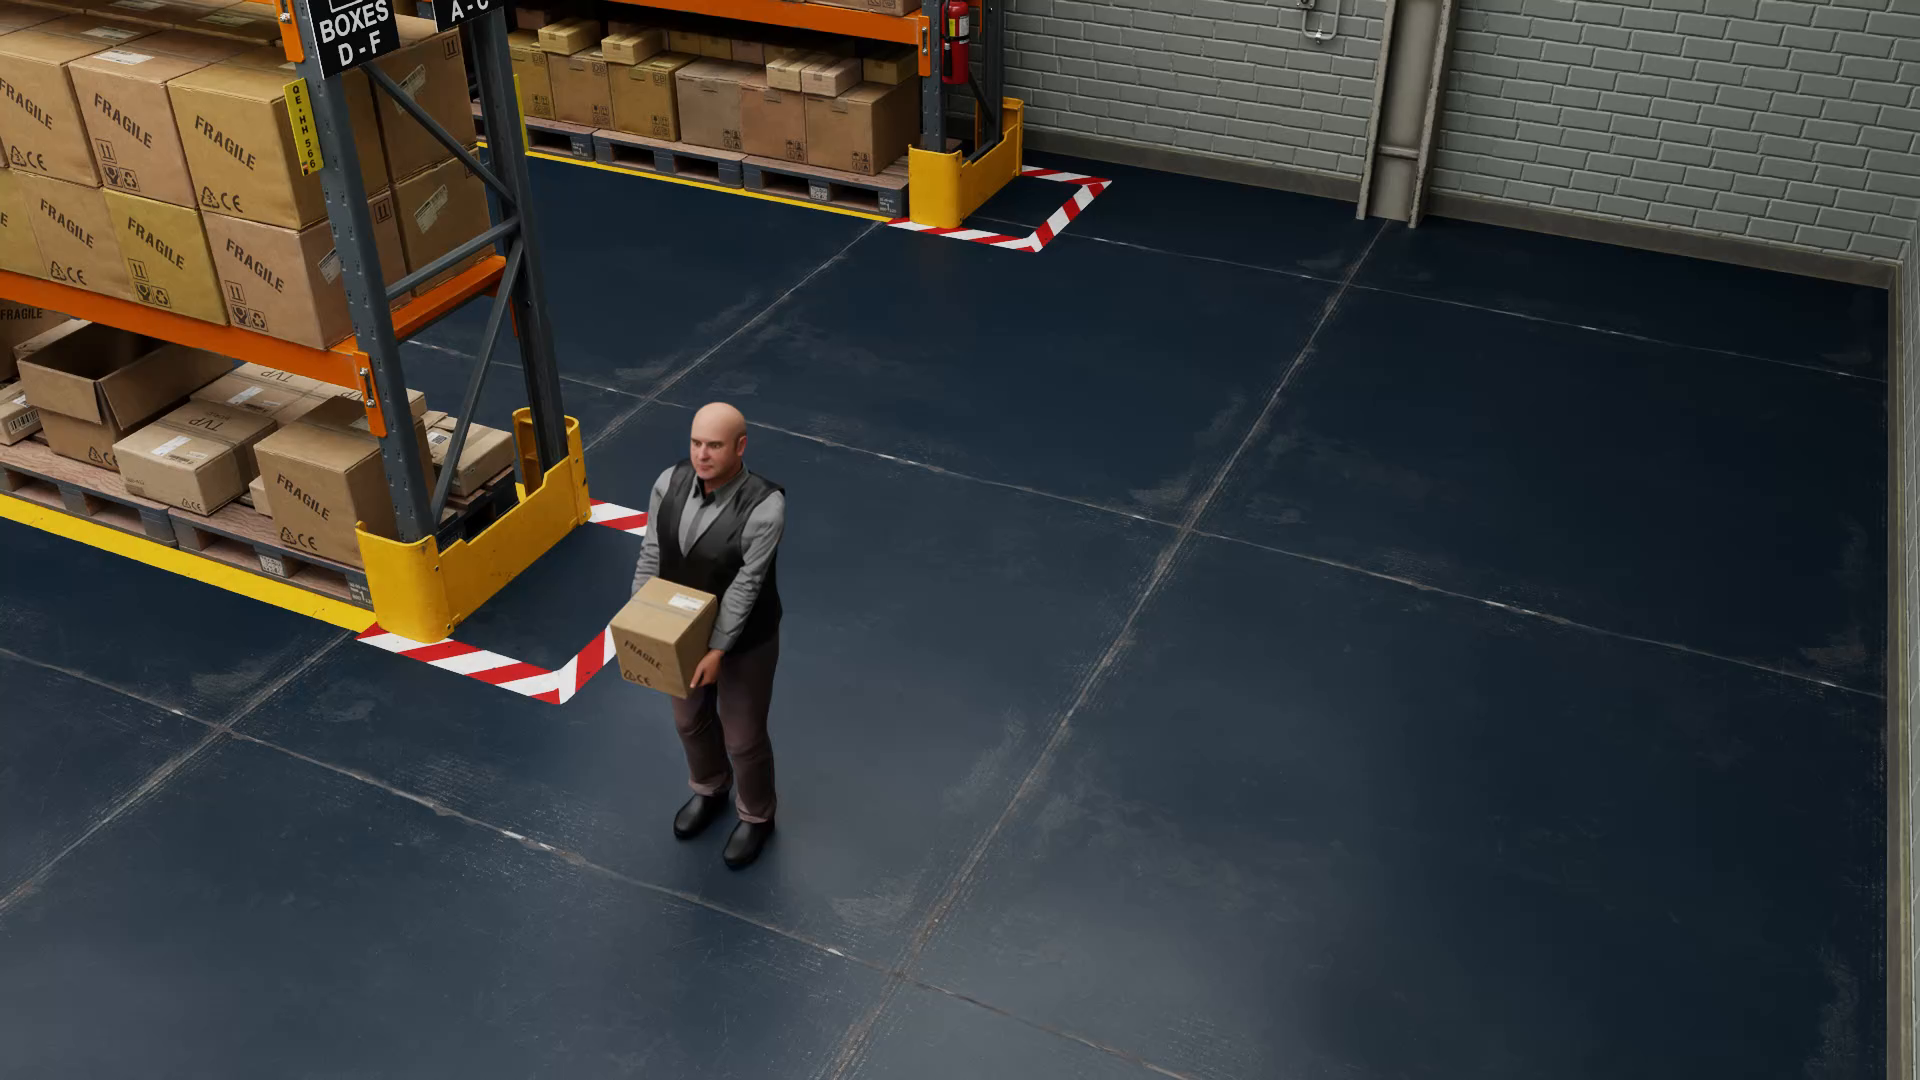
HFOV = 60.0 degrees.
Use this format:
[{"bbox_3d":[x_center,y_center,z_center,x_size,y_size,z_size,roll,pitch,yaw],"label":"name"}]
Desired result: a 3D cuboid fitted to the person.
[{"bbox_3d":[-0.845,0.365,5.621,0.494,1.708,0.550,15,36,21],"label":"person"}]
